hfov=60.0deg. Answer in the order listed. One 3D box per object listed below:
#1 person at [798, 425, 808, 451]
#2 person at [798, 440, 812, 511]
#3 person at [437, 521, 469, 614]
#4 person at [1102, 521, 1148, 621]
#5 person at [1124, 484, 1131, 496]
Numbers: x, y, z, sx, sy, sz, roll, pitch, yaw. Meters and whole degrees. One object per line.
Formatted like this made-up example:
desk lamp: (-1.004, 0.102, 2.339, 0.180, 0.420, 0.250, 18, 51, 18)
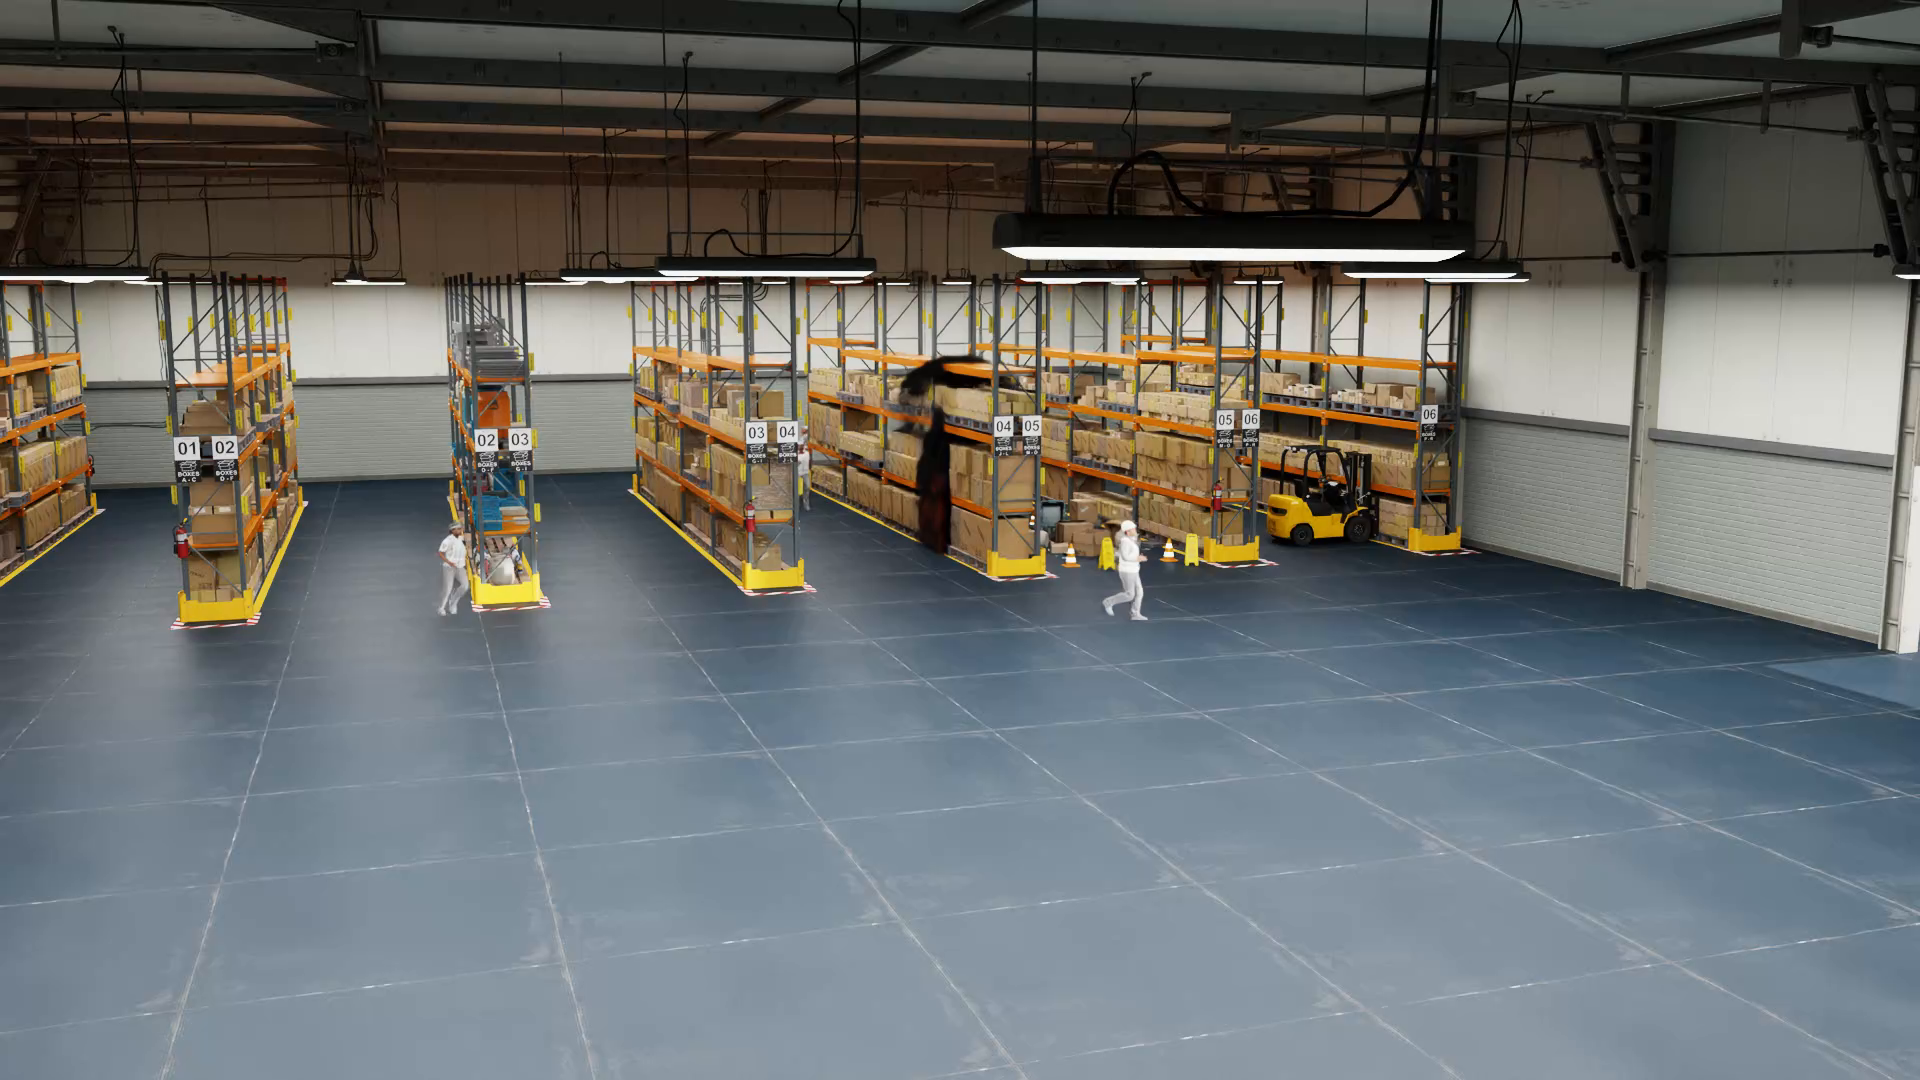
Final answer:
person: (-4.755, -2.596, 49.526, 0.534, 1.697, 0.731, -2, 9, -14)
person: (-4.138, -1.684, 43.322, 0.677, 1.822, 0.738, -4, 9, -23)
person: (-8.920, 0.484, 29.437, 0.598, 1.648, 0.638, 7, 11, 40)
person: (2.878, 0.528, 28.765, 0.797, 1.745, 0.671, 2, 9, 14)
person: (4.439, -1.891, 43.710, 0.525, 1.516, 0.497, -3, 9, -20)
